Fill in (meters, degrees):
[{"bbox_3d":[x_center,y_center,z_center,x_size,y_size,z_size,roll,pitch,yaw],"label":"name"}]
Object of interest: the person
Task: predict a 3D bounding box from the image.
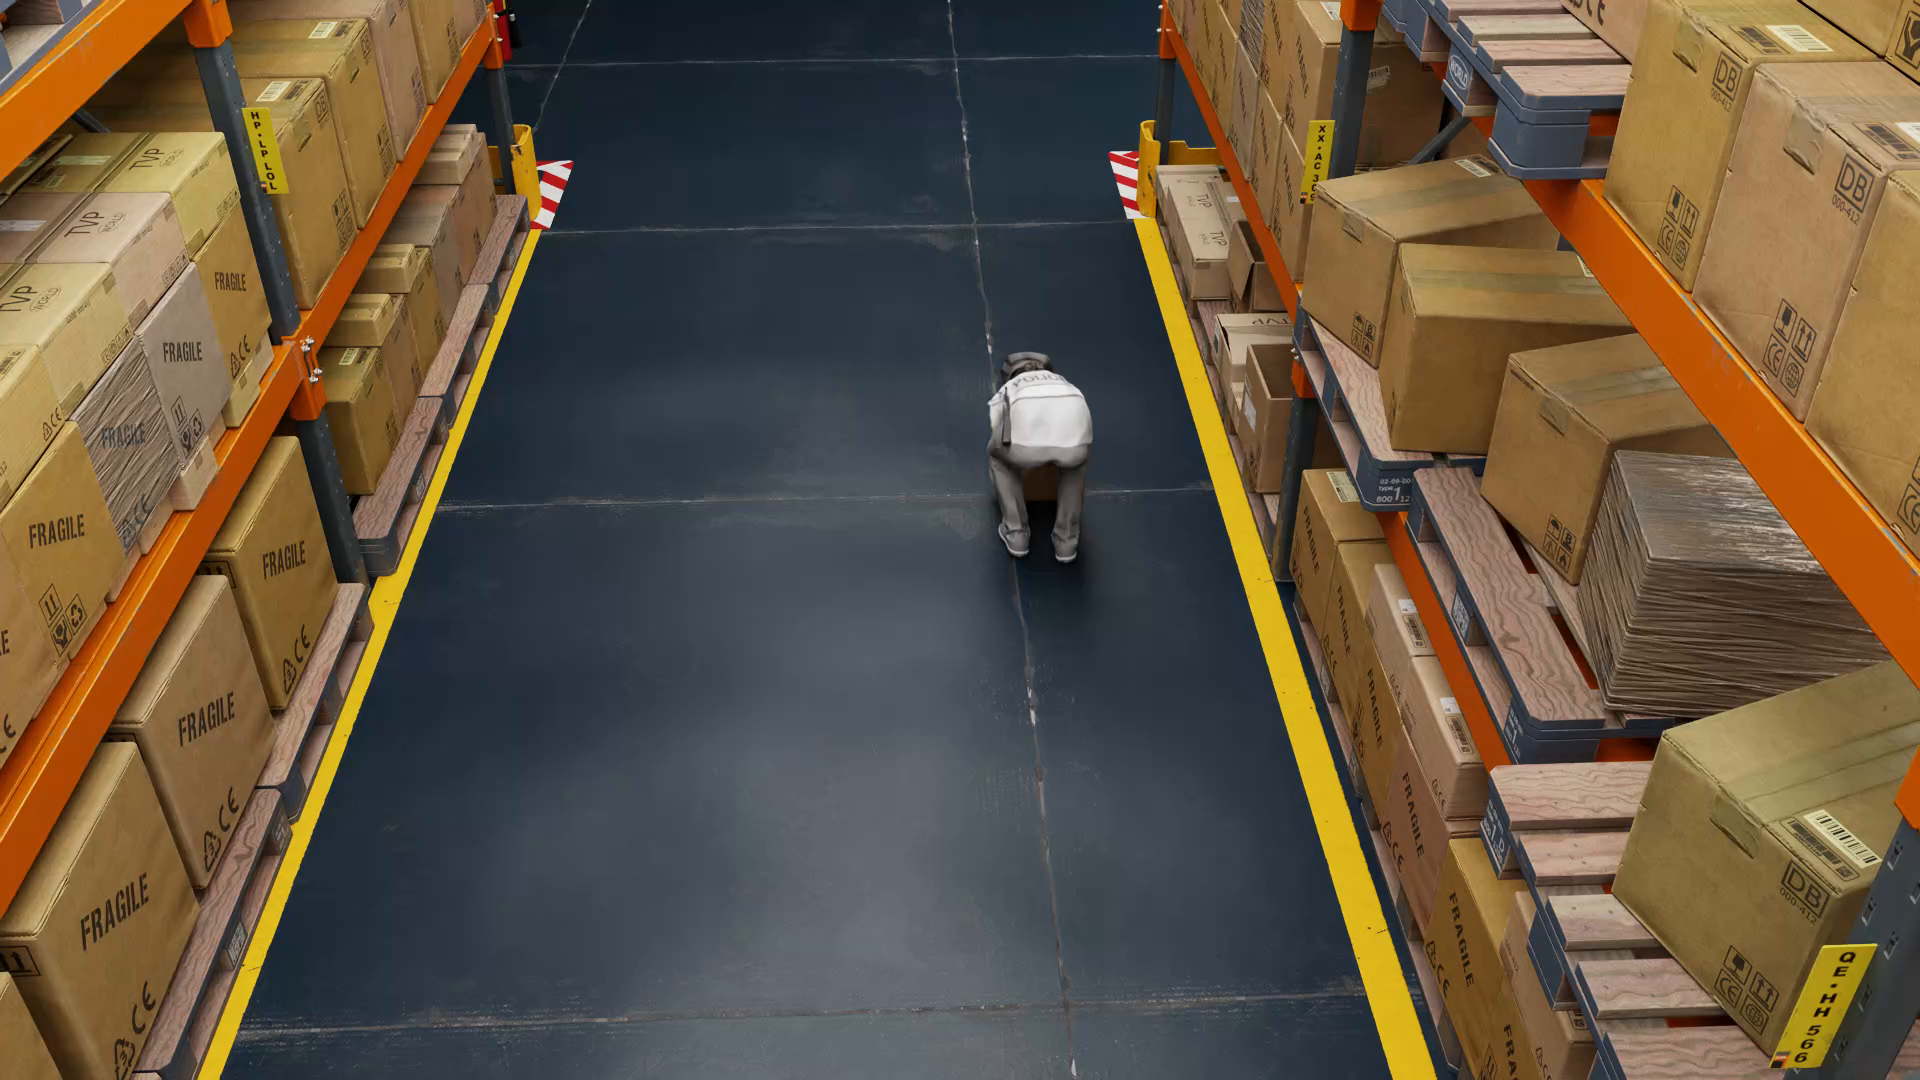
[{"bbox_3d":[0.345,-0.400,7.401,0.451,0.861,0.882,-3,36,-4],"label":"person"}]
